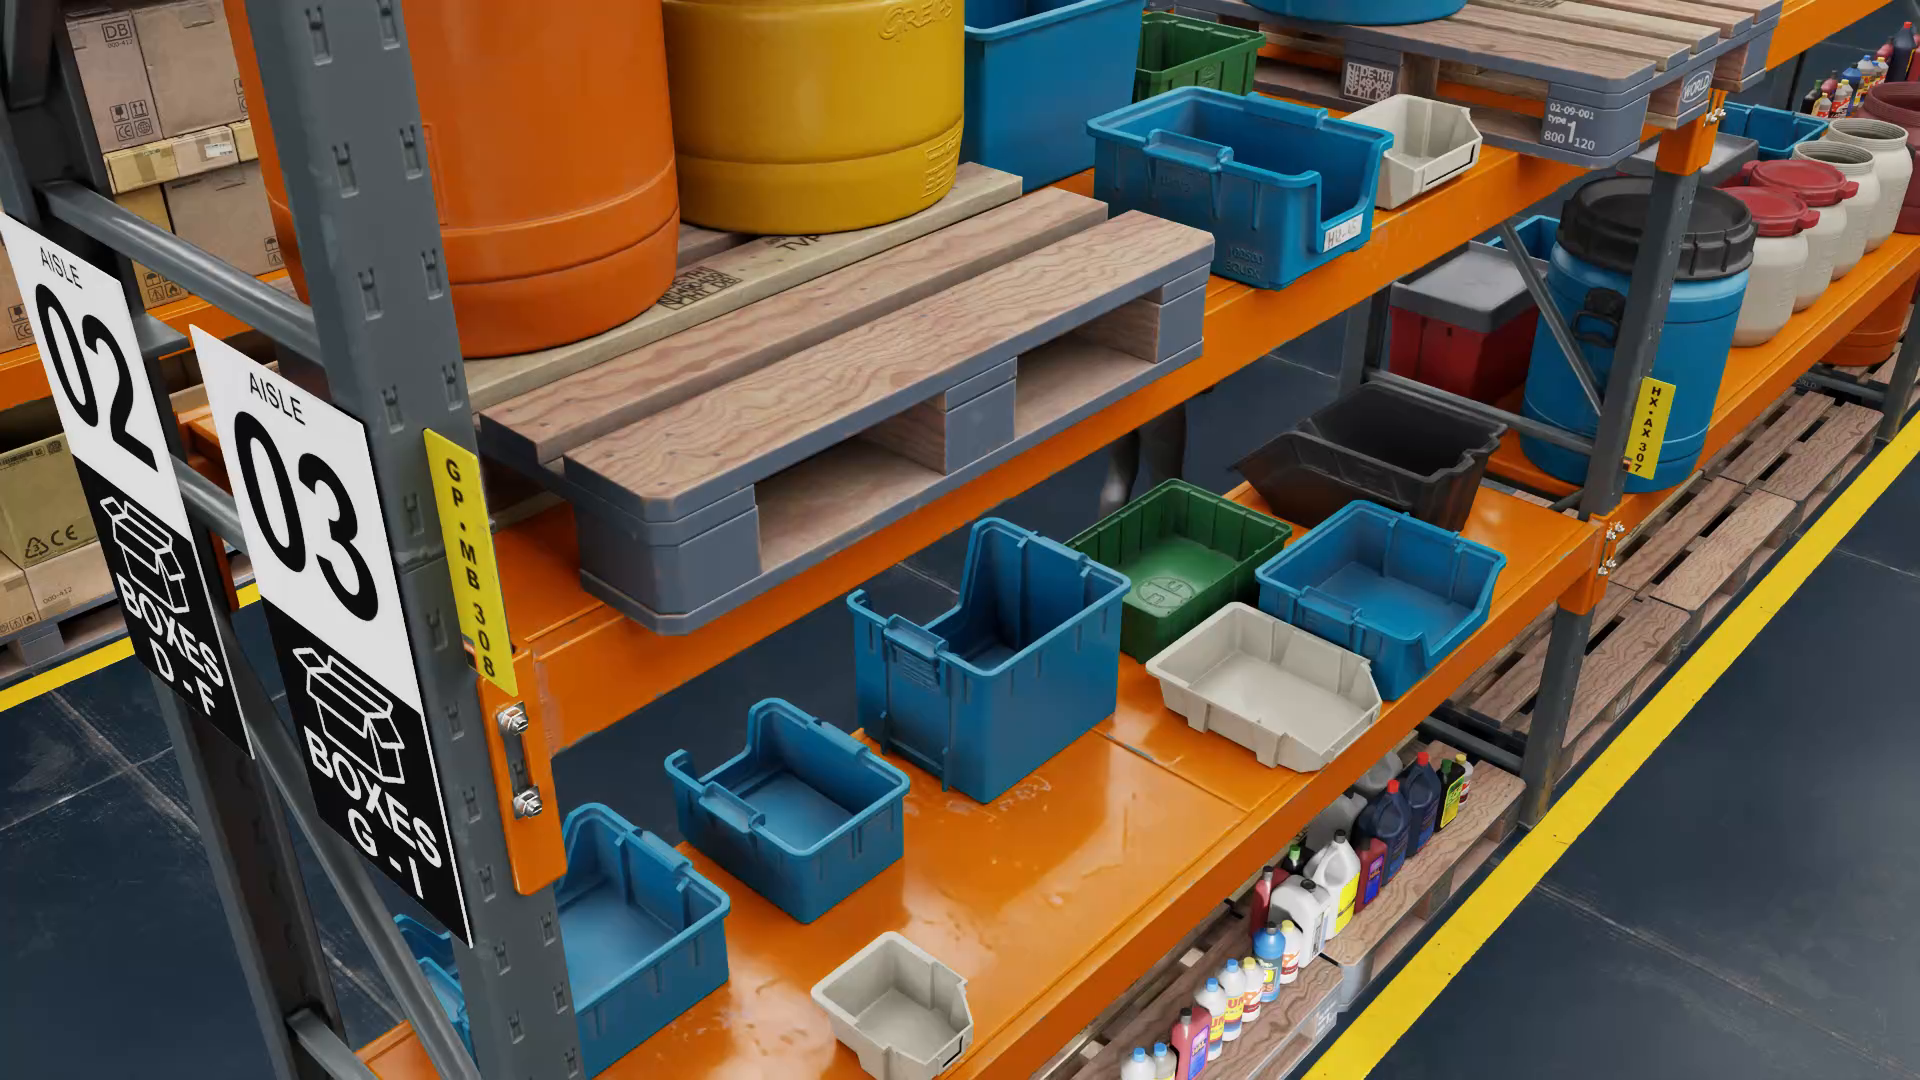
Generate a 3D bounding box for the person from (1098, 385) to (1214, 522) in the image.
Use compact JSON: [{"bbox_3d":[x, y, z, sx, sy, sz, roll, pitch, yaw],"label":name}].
[{"bbox_3d":[0.850,-0.617,7.156,0.435,1.656,0.505,25,39,34],"label":"person"}]
